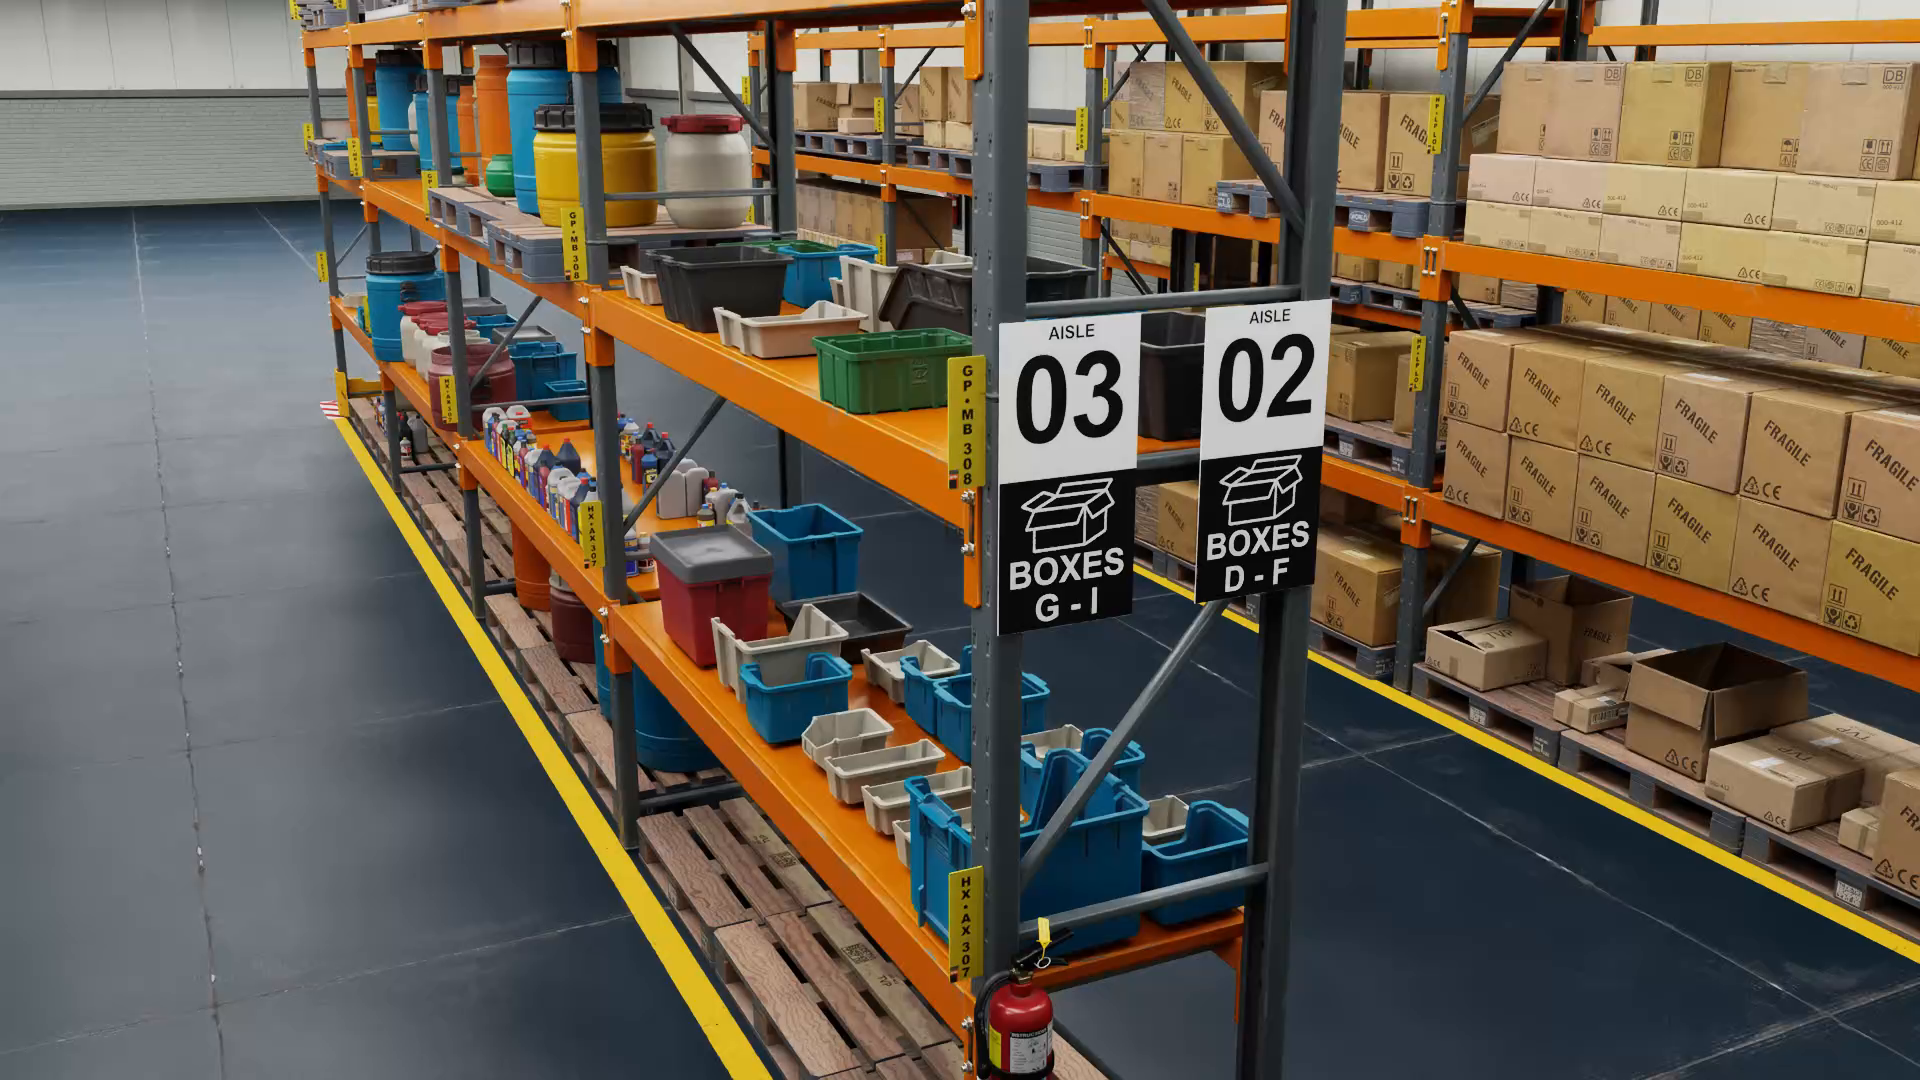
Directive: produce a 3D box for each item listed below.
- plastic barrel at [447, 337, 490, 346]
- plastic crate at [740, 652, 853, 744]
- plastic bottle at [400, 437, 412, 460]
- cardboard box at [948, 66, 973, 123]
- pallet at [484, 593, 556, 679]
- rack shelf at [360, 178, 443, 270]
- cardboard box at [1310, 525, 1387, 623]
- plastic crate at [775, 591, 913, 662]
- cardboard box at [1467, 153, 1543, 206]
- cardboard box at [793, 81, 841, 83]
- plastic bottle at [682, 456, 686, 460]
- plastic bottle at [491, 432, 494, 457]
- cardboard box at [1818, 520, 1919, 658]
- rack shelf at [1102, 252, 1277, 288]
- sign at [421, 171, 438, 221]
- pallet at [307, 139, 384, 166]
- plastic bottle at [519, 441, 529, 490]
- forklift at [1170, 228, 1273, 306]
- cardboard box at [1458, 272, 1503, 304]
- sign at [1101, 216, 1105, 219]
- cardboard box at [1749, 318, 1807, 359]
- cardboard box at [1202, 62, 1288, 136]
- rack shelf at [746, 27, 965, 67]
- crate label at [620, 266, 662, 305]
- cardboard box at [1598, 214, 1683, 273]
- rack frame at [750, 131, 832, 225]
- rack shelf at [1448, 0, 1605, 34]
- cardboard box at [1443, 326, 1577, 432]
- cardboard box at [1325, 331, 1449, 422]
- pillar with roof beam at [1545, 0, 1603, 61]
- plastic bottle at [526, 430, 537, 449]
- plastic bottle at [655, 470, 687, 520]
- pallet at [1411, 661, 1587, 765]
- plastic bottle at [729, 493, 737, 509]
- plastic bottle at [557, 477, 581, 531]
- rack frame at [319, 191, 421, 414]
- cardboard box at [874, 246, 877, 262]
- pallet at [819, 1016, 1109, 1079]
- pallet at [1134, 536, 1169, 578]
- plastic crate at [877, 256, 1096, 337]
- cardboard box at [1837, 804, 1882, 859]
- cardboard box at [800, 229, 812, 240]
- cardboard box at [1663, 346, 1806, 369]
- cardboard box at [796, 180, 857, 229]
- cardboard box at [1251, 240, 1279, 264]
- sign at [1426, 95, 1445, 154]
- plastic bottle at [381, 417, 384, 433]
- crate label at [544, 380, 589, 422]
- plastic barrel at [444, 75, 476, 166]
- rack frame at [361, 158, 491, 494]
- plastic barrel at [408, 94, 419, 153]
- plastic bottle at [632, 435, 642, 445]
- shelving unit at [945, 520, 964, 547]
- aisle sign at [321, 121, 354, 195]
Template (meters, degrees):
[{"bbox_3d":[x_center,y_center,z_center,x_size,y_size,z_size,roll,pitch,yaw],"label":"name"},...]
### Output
[{"bbox_3d":[-3.643,-1.231,12.401,0.421,0.512,0.421,0,16,0],"label":"plastic barrel"},{"bbox_3d":[-0.626,0.609,6.386,0.416,0.233,0.300,-8,18,-25],"label":"plastic crate"},{"bbox_3d":[-5.192,-0.859,15.581,0.097,0.201,0.097,0,16,0],"label":"plastic bottle"},{"bbox_3d":[0.206,-4.174,15.570,0.500,0.500,0.500,-6,17,-20],"label":"cardboard box"},{"bbox_3d":[-2.618,0.582,11.338,1.003,0.211,1.213,-8,18,-25],"label":"pallet"},{"bbox_3d":[-3.877,-2.540,13.031,1.077,0.370,4.000,-8,18,-25],"label":"rack shelf"},{"bbox_3d":[2.523,0.225,11.264,0.500,0.500,0.500,-8,18,-25],"label":"cardboard box"},{"bbox_3d":[-0.516,0.392,7.337,0.437,0.125,0.590,-8,18,-25],"label":"plastic crate"},{"bbox_3d":[3.196,-2.014,9.257,0.500,0.250,0.500,-8,18,-25],"label":"cardboard box"},{"bbox_3d":[-1.803,-5.147,19.609,0.797,0.503,0.637,-6,17,-21],"label":"cardboard box"},{"bbox_3d":[-1.642,-0.375,9.851,0.097,0.271,0.097,0,16,0],"label":"plastic bottle"},{"bbox_3d":[-3.033,-0.650,10.939,0.097,0.201,0.097,0,16,0],"label":"plastic bottle"},{"bbox_3d":[4.287,0.183,7.493,0.500,0.500,0.500,-7,18,-24],"label":"cardboard box"},{"bbox_3d":[3.277,-3.287,21.073,1.077,0.370,4.000,-8,18,-25],"label":"rack shelf"},{"bbox_3d":[-3.492,-2.272,10.980,0.100,0.325,0.005,-8,18,-25],"label":"sign"},{"bbox_3d":[-6.231,-4.066,17.386,1.003,0.211,1.213,-8,18,-25],"label":"pallet"},{"bbox_3d":[-2.636,-0.454,10.106,0.061,0.283,0.133,-8,18,-25],"label":"plastic bottle"},{"bbox_3d":[2.746,-1.991,15.376,3.031,2.935,1.130,14,21,40],"label":"forklift"},{"bbox_3d":[5.421,-2.656,16.588,0.700,0.500,0.500,-10,19,-30],"label":"cardboard box"},{"bbox_3d":[1.913,-4.480,22.354,0.100,0.325,0.005,-8,18,-25],"label":"sign"},{"bbox_3d":[6.784,-1.689,13.442,0.500,0.500,0.500,-8,18,-25],"label":"cardboard box"},{"bbox_3d":[2.086,-3.155,11.874,0.500,0.500,0.500,-8,18,-25],"label":"cardboard box"},{"bbox_3d":[-1.175,-5.379,18.211,1.077,0.370,4.000,-8,18,-25],"label":"rack shelf"},{"bbox_3d":[-1.294,-1.115,7.239,0.293,0.136,0.466,-8,18,-25],"label":"crate label"},{"bbox_3d":[3.630,-1.525,8.460,0.500,0.250,0.500,-8,18,-25],"label":"cardboard box"},{"bbox_3d":[-2.051,-3.530,20.612,1.000,3.000,0.127,-8,18,-25],"label":"rack frame"},{"bbox_3d":[4.082,-2.594,7.788,1.077,0.370,4.000,-8,18,-25],"label":"rack shelf"},{"bbox_3d":[3.160,-0.932,9.566,0.500,0.500,0.500,-7,17,-23],"label":"cardboard box"},{"bbox_3d":[2.841,-1.111,11.243,0.700,0.500,0.500,-5,17,-16],"label":"cardboard box"},{"bbox_3d":[2.243,-4.936,14.636,9.100,9.000,0.400,-8,18,-25],"label":"pillar with roof beam"},{"bbox_3d":[-2.795,-0.611,10.804,0.097,0.201,0.097,0,16,0],"label":"plastic bottle"},{"bbox_3d":[-1.651,-0.269,9.475,0.152,0.276,0.135,-8,18,-25],"label":"plastic bottle"},{"bbox_3d":[3.506,0.957,10.035,1.003,0.211,1.213,-8,18,-25],"label":"pallet"},{"bbox_3d":[-1.193,-0.121,8.967,0.097,0.271,0.097,0,16,0],"label":"plastic bottle"},{"bbox_3d":[-2.151,-0.205,9.250,0.152,0.276,0.135,-8,18,-25],"label":"plastic bottle"},{"bbox_3d":[-6.505,-2.932,18.530,1.000,3.000,0.127,-8,18,-25],"label":"rack frame"},{"bbox_3d":[-0.717,-3.001,17.412,0.380,0.149,0.250,-8,18,-26],"label":"cardboard box"},{"bbox_3d":[0.178,2.166,5.818,1.003,0.211,1.213,-8,18,-25],"label":"pallet"},{"bbox_3d":[1.747,-0.016,13.424,1.003,0.211,1.213,-8,18,-25],"label":"pallet"},{"bbox_3d":[0.082,-0.789,5.736,0.504,0.338,0.767,-8,18,-25],"label":"plastic crate"},{"bbox_3d":[4.402,1.372,7.872,0.380,0.166,0.250,-8,18,-25],"label":"cardboard box"},{"bbox_3d":[-1.619,-3.510,19.188,0.380,0.149,0.250,-8,18,-27],"label":"cardboard box"},{"bbox_3d":[4.108,-0.737,8.887,0.500,0.500,0.500,-7,18,-24],"label":"cardboard box"},{"bbox_3d":[-1.600,-3.941,19.513,0.700,0.500,0.500,-8,18,-26],"label":"cardboard box"},{"bbox_3d":[3.668,-3.515,19.438,0.500,0.500,0.500,-8,18,-25],"label":"cardboard box"},{"bbox_3d":[2.709,-2.366,9.468,0.100,0.325,0.005,-8,18,-25],"label":"sign"},{"bbox_3d":[-5.754,-1.177,16.689,0.097,0.201,0.097,0,16,0],"label":"plastic bottle"},{"bbox_3d":[-2.848,-1.018,12.162,0.303,0.233,0.416,-8,18,-25],"label":"crate label"},{"bbox_3d":[-3.762,-3.199,13.112,0.600,0.901,0.708,-8,18,-25],"label":"plastic barrel"},{"bbox_3d":[-4.753,-1.940,15.074,1.000,3.000,0.127,-8,18,-25],"label":"rack frame"},{"bbox_3d":[-4.765,-3.768,15.041,0.421,0.512,0.421,0,16,0],"label":"plastic barrel"},{"bbox_3d":[-2.049,-0.571,10.663,0.097,0.201,0.097,0,16,0],"label":"plastic bottle"},{"bbox_3d":[0.023,-0.491,13.560,0.215,1.050,0.252,-8,18,-25],"label":"shelving unit"},{"bbox_3d":[-6.800,-4.164,18.110,0.394,0.787,0.004,-8,18,-25],"label":"aisle sign"}]
